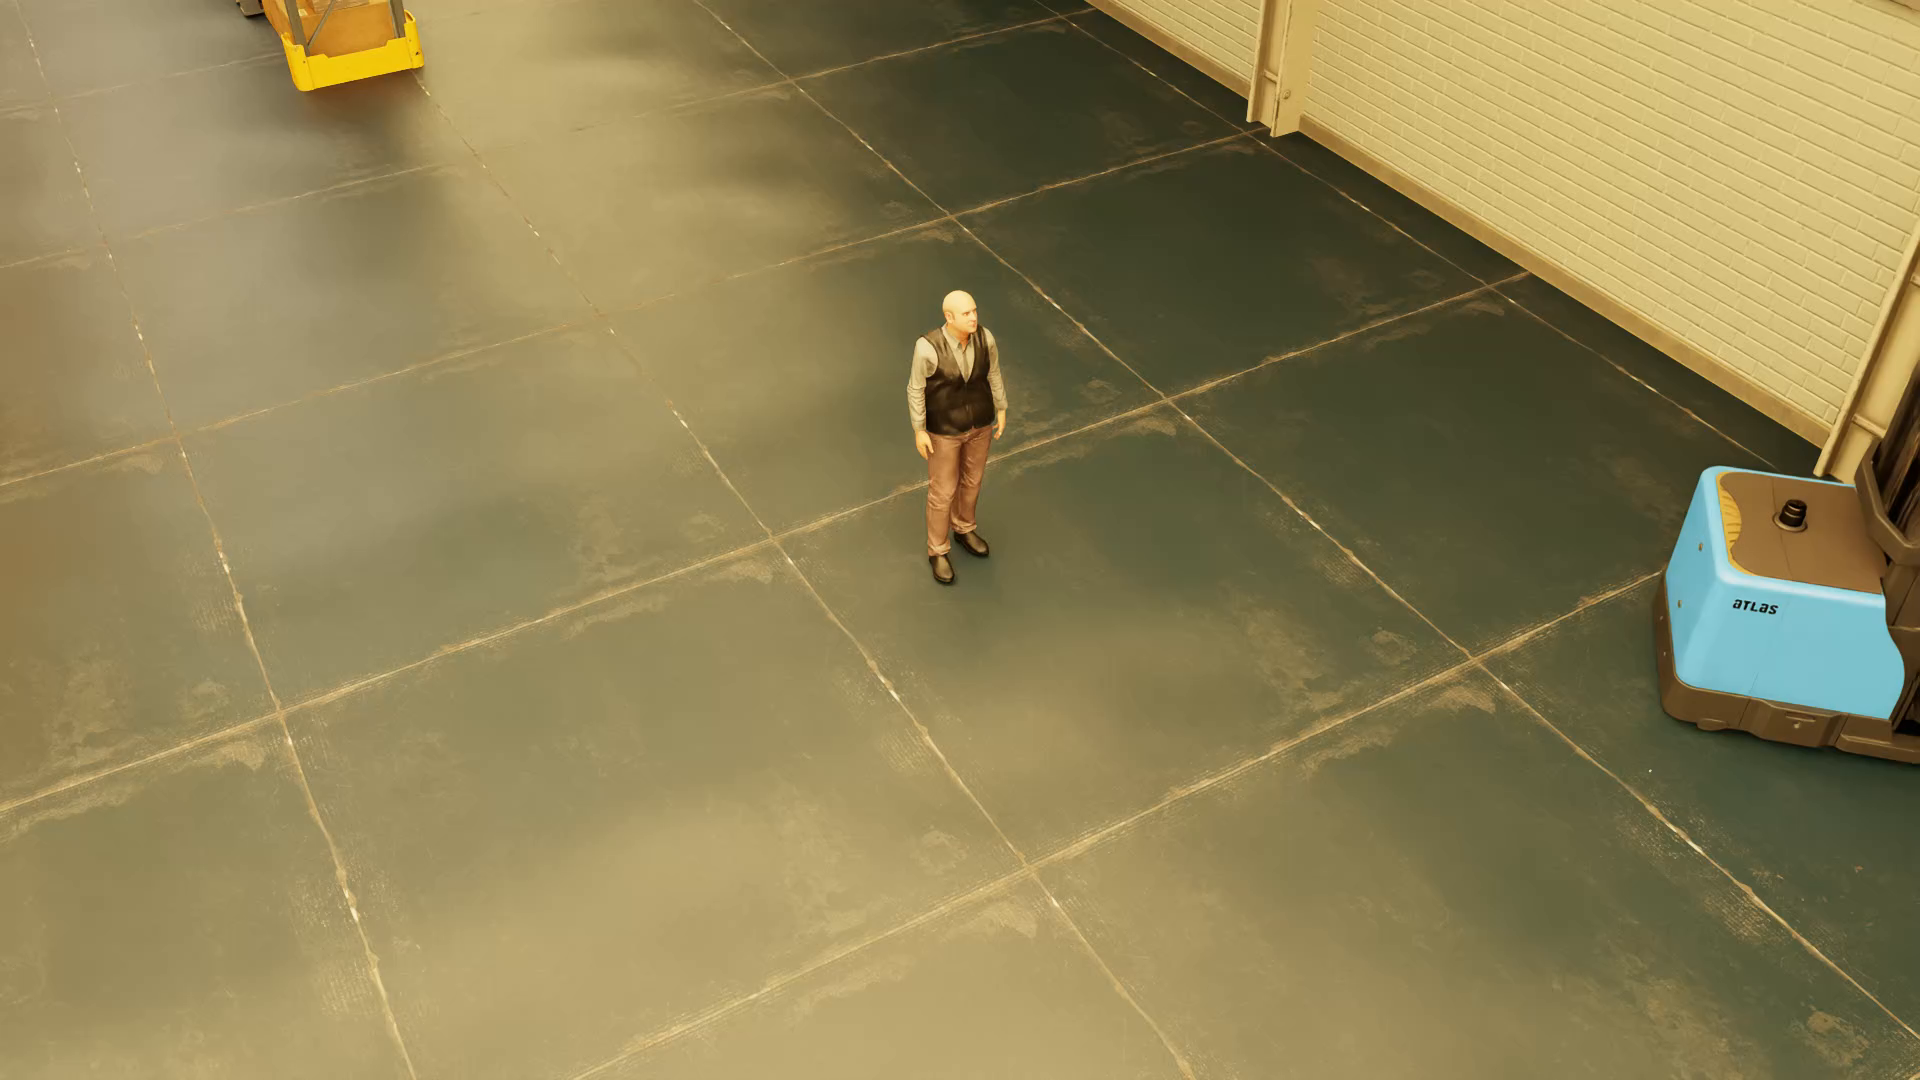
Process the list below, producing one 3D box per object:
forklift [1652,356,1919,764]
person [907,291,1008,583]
[{"bbox_3d":[5.427,-0.192,8.268,3.031,2.935,1.130,9,41,11],"label":"forklift"},{"bbox_3d":[0.025,-0.631,9.733,0.633,1.722,0.566,-20,44,-23],"label":"person"}]
